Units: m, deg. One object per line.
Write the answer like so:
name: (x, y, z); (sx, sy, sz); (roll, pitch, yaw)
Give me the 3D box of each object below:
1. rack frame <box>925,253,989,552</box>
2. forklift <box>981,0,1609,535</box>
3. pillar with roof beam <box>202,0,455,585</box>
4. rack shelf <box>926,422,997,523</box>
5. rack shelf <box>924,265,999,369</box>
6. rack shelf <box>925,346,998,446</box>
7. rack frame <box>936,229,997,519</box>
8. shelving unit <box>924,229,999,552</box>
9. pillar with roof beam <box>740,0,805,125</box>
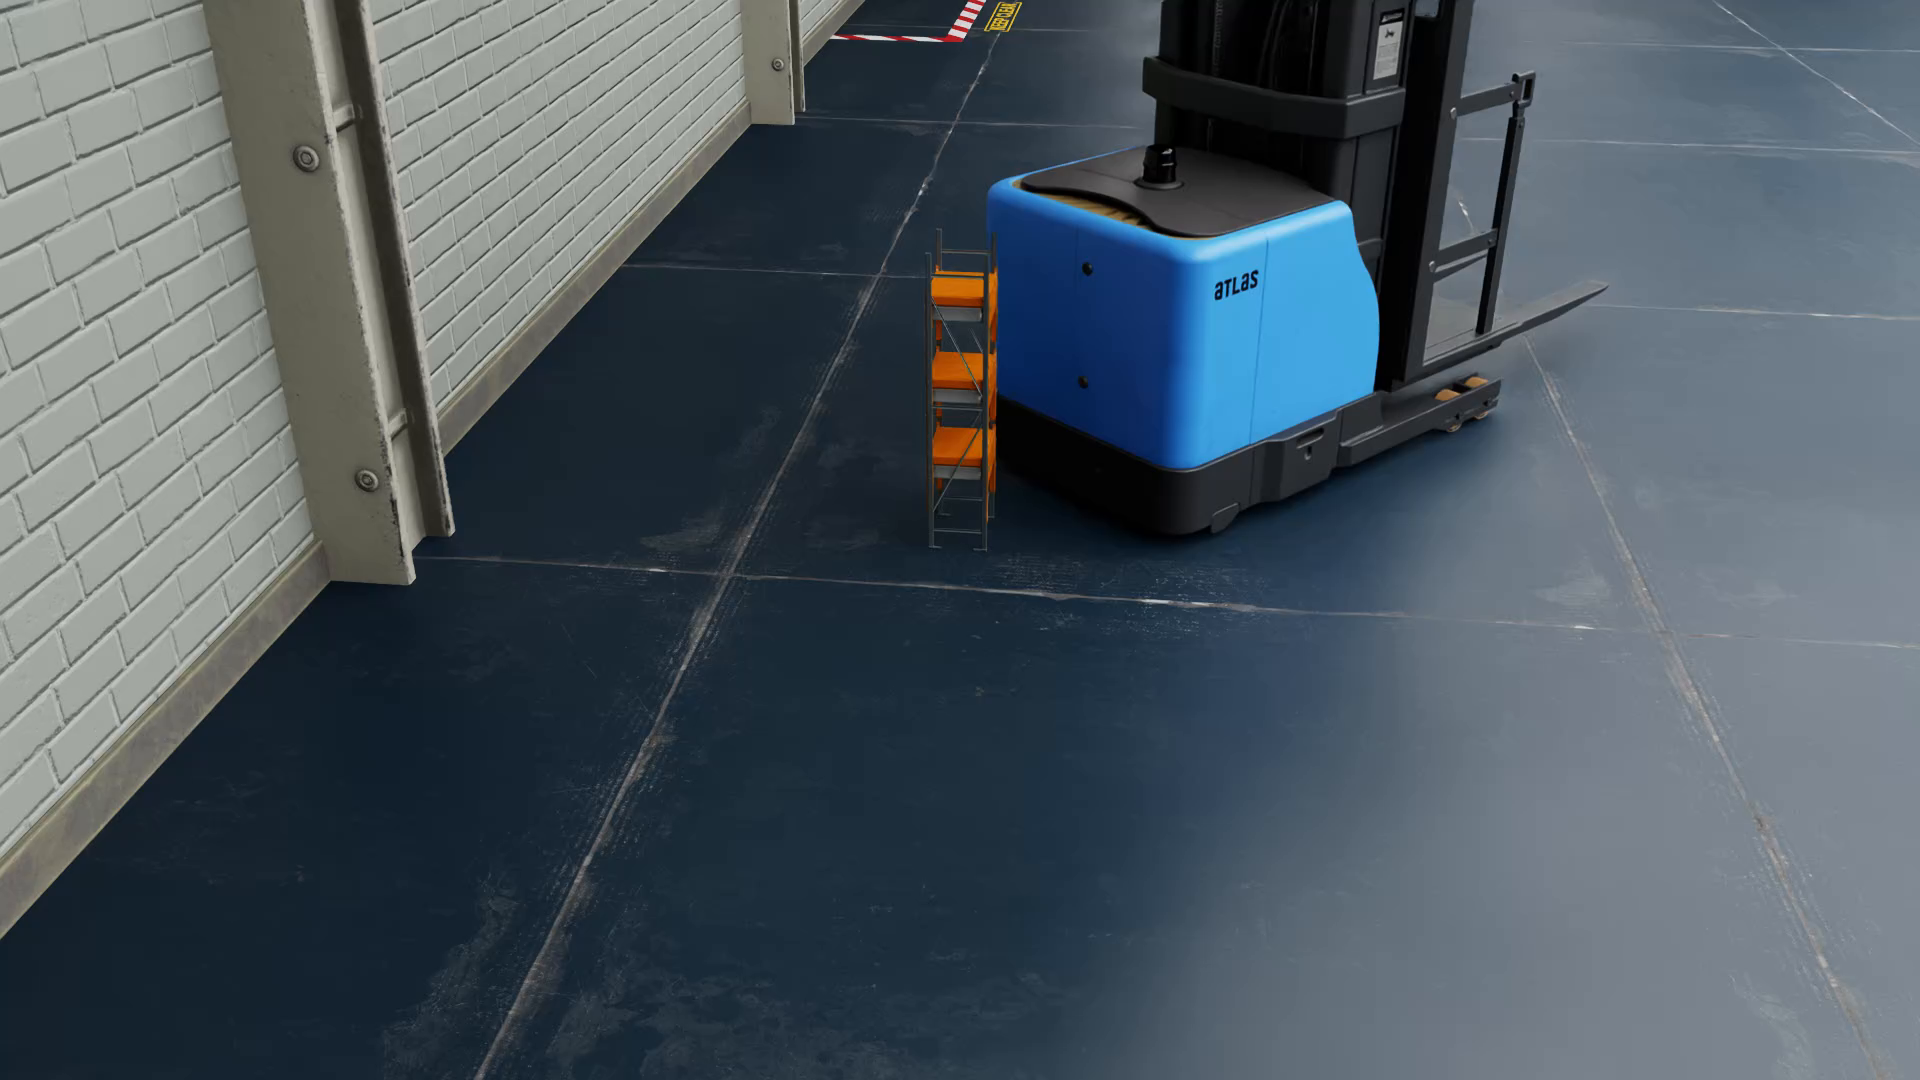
rack frame: (-0.008, -0.430, 5.441); (0.200, 1.050, 0.008); (3, 28, 6)
forklift: (1.523, -1.881, 6.151); (3.031, 2.935, 1.130); (-22, 35, -35)
pillar with roof beam: (2.332, -3.665, 3.065); (9.100, 9.000, 0.400); (3, 28, 6)
rack shelf: (0.007, -0.233, 5.685); (0.215, 0.259, 0.240); (3, 28, 6)
rack shelf: (0.007, -0.728, 5.418); (0.215, 0.259, 0.240); (3, 28, 6)
rack shelf: (0.007, -0.478, 5.553); (0.215, 0.259, 0.240); (3, 28, 6)
rack frame: (0.022, -0.545, 5.654); (0.200, 1.050, 0.008); (3, 28, 6)
shelving unit: (0.007, -0.487, 5.548); (0.215, 1.050, 0.252); (3, 28, 6)
pillar with roof beam: (3.067, -6.489, 8.307); (9.100, 9.000, 0.400); (3, 28, 6)
